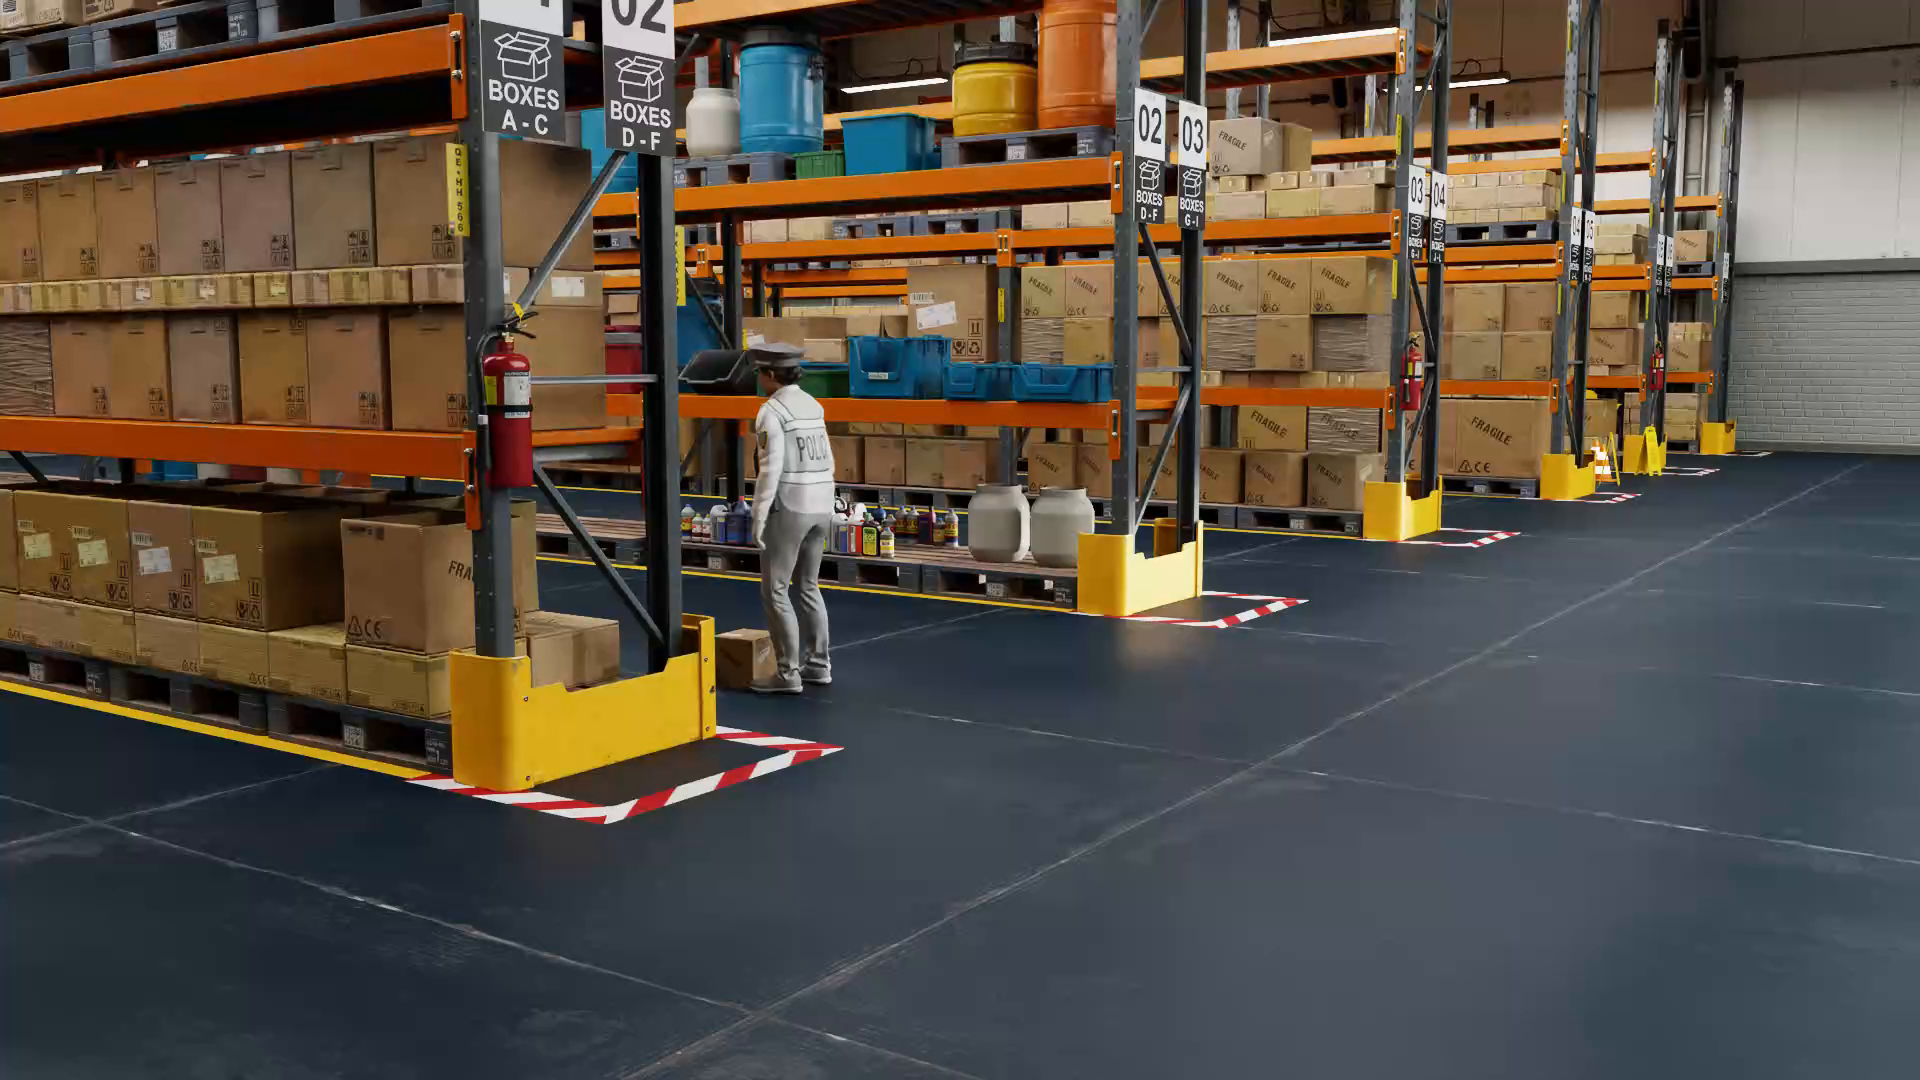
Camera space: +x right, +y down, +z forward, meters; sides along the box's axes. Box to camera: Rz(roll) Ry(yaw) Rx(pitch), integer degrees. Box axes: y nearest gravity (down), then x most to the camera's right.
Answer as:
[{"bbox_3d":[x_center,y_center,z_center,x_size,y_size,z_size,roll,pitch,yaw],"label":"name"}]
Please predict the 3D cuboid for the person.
[{"bbox_3d":[-0.807,-0.108,7.953,0.375,1.663,0.528,4,8,32],"label":"person"}]
